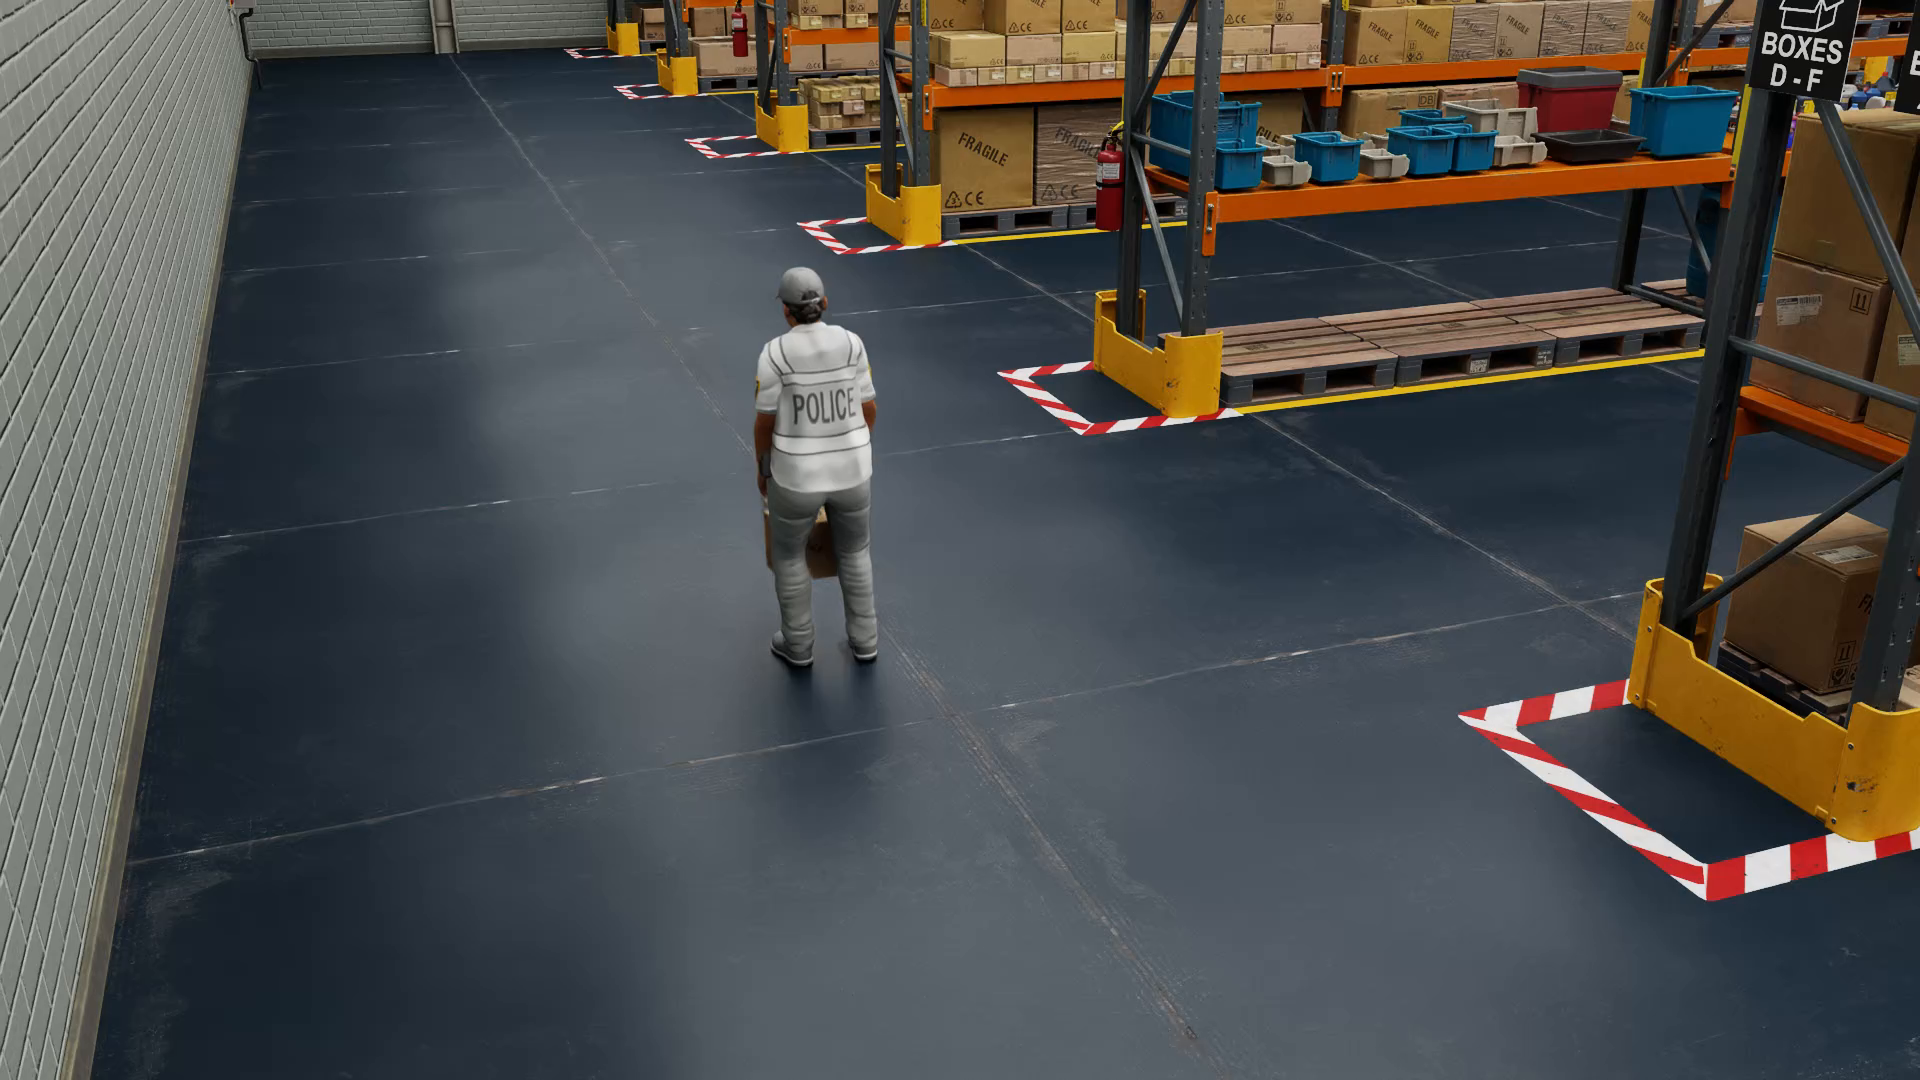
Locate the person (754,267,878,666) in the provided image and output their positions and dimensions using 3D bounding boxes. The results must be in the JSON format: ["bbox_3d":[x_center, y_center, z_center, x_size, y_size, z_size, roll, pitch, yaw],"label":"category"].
[{"bbox_3d":[-0.578,-0.273,6.733,0.528,1.669,0.452,-9,24,-20],"label":"person"}]
